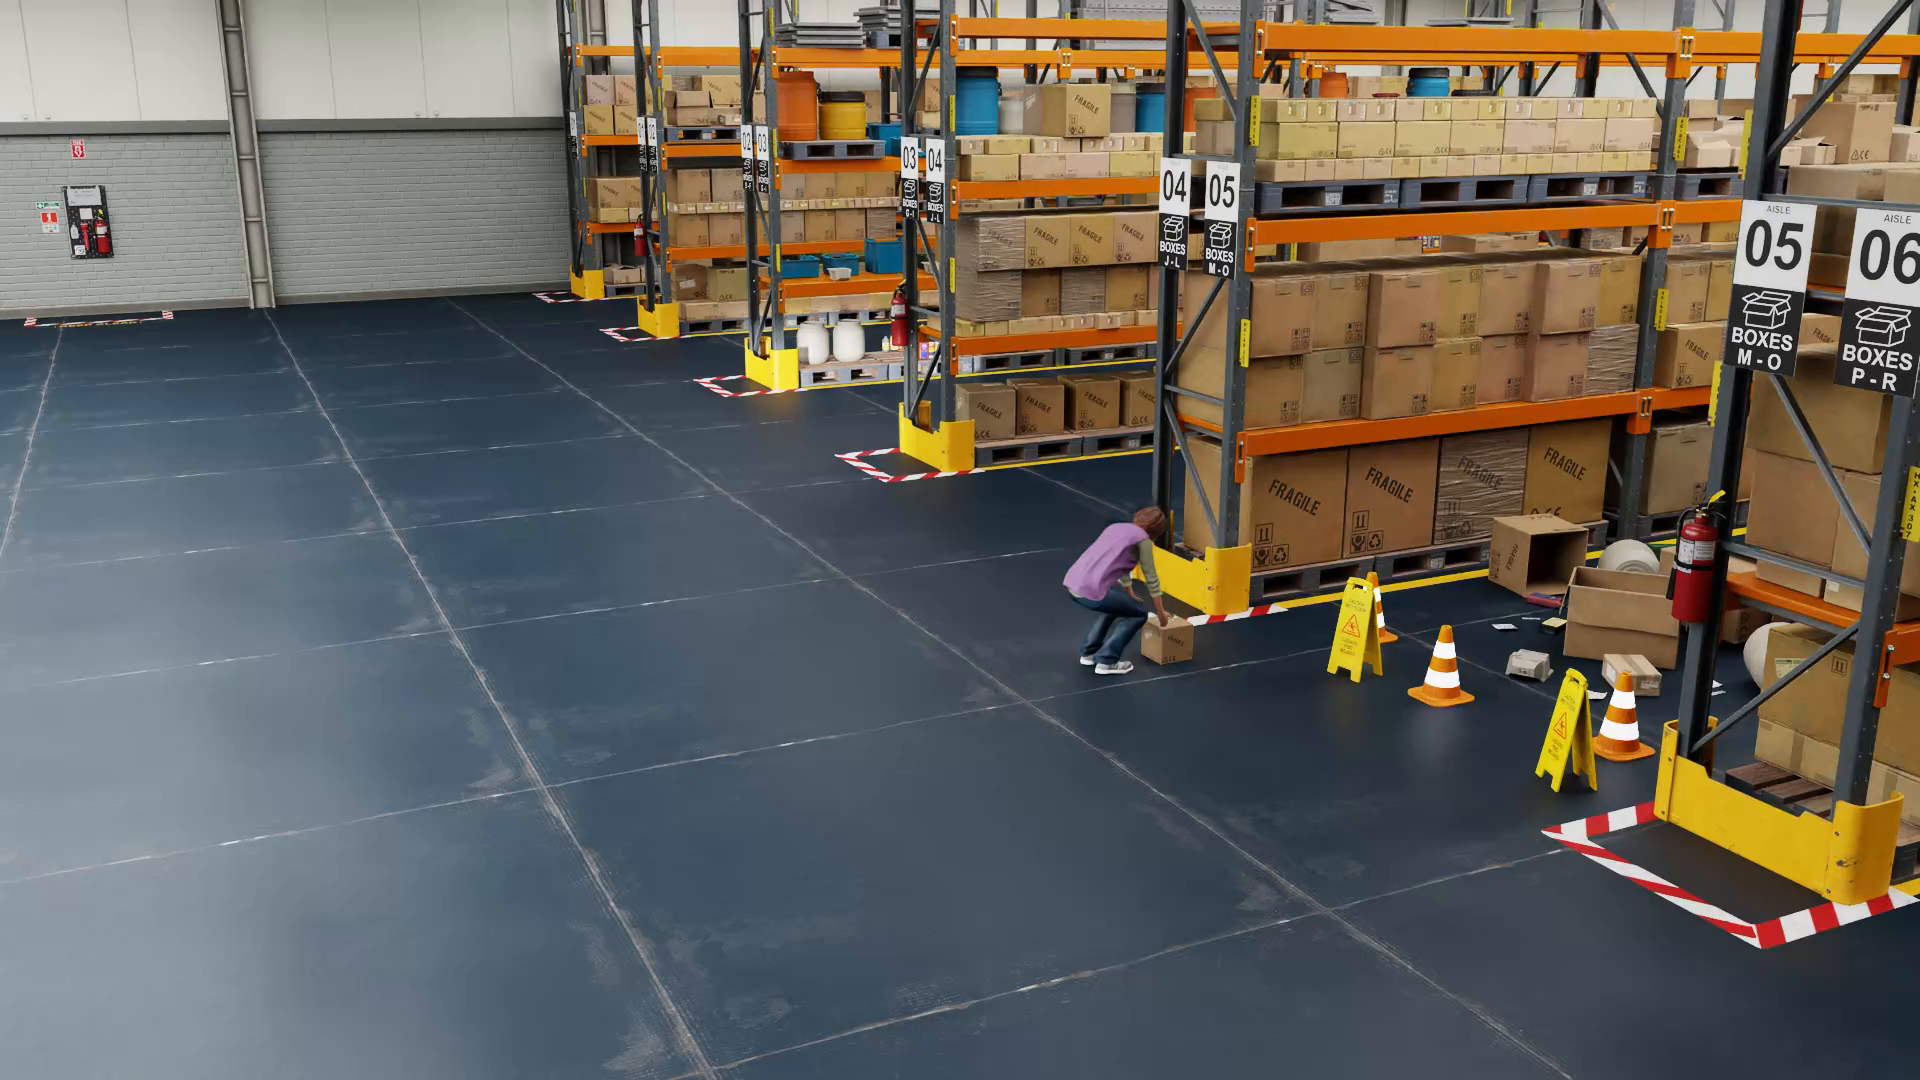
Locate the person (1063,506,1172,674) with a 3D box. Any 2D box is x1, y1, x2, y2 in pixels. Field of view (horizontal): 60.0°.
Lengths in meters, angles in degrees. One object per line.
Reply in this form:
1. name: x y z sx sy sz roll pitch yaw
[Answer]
1. person: 1.019 0.331 10.906 0.762 1.035 0.458 -7 17 -25
